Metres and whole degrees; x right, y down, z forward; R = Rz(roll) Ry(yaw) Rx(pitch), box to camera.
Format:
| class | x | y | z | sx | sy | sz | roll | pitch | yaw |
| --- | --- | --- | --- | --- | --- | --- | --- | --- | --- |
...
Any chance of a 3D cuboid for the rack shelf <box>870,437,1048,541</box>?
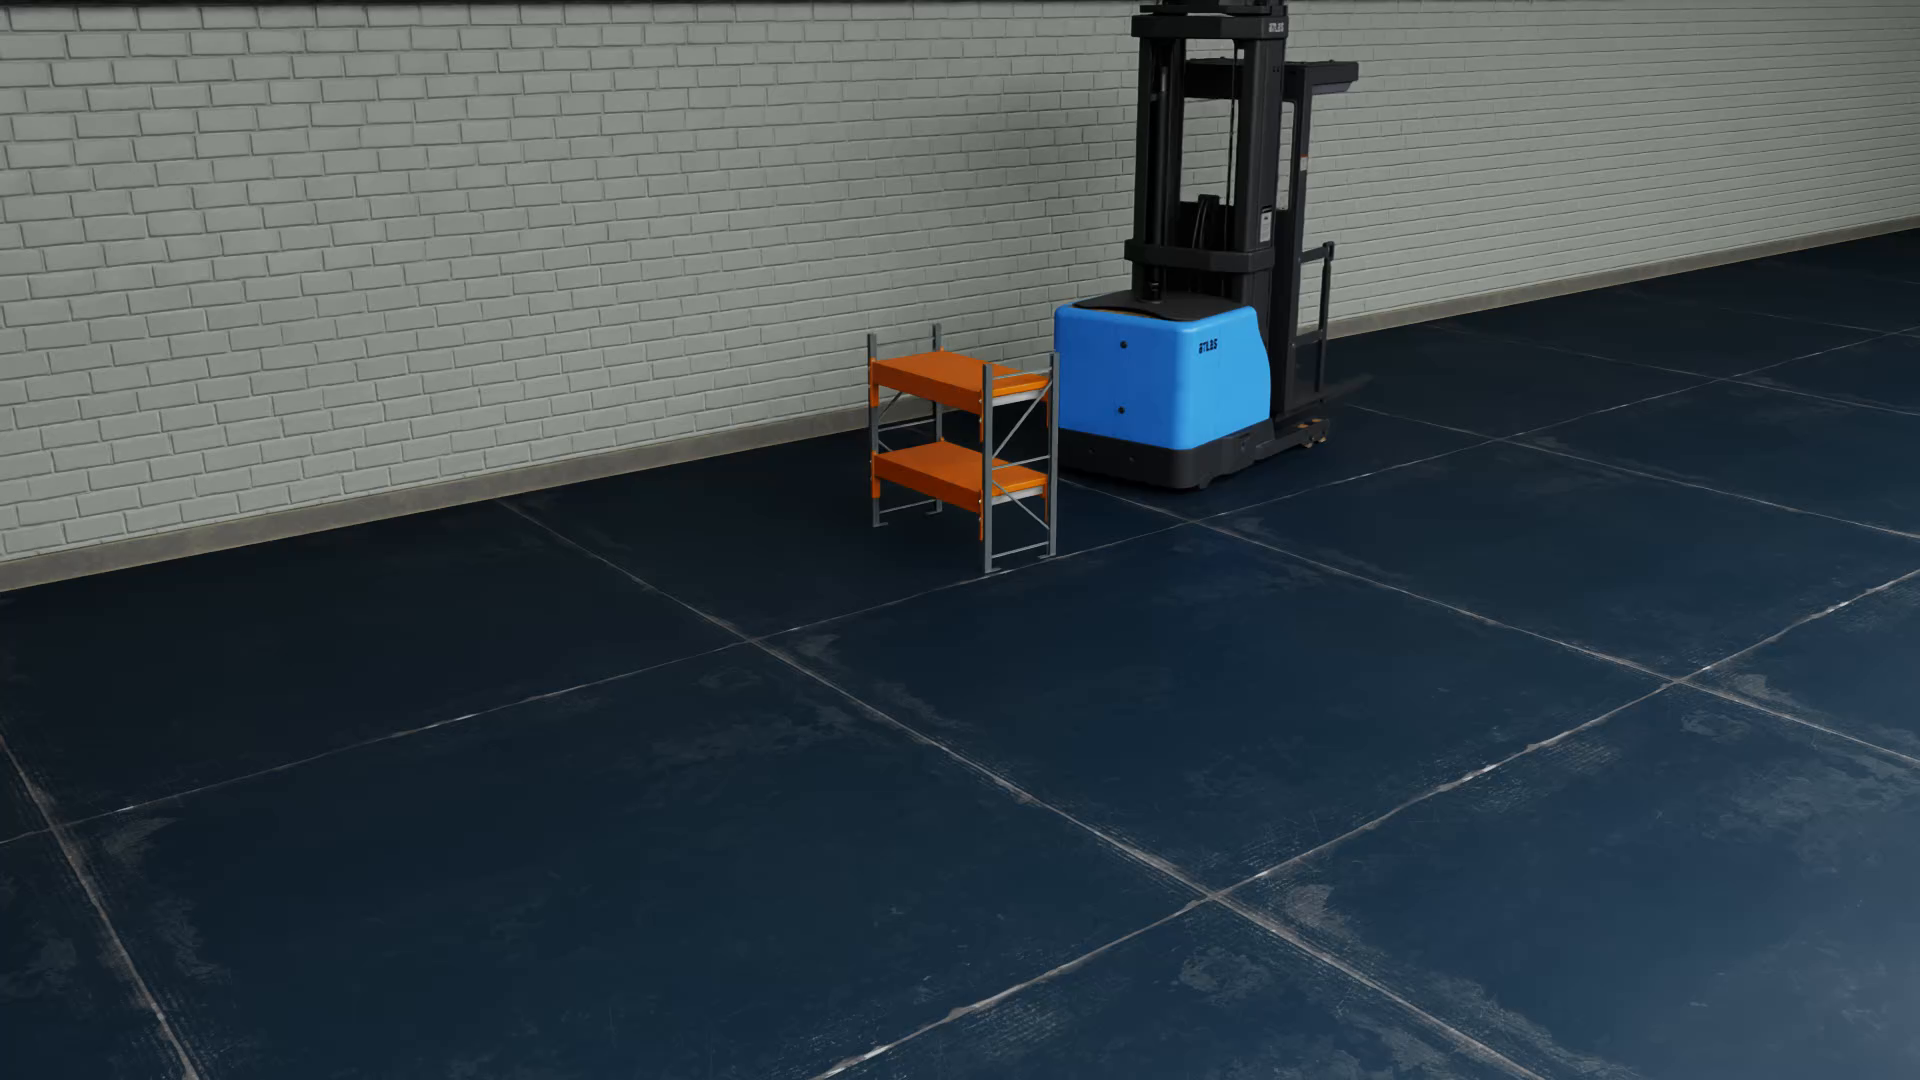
| class | x | y | z | sx | sy | sz | roll | pitch | yaw |
| --- | --- | --- | --- | --- | --- | --- | --- | --- | --- |
| rack shelf | 0.004 | -0.300 | 9.258 | 0.538 | 0.278 | 1.000 | -14 | 23 | -36 |

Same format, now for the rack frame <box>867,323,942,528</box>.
| class | x | y | z | sx | sy | sz | roll | pitch | yaw |
| --- | --- | --- | --- | --- | --- | --- | --- | --- | --- |
| rack frame | -0.311 | -0.658 | 9.559 | 0.500 | 1.125 | 0.032 | -14 | 23 | -36 |

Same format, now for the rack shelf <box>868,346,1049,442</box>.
| class | x | y | z | sx | sy | sz | roll | pitch | yaw |
| --- | --- | --- | --- | --- | --- | --- | --- | --- | --- |
| rack shelf | 0.004 | -0.810 | 9.089 | 0.538 | 0.278 | 1.000 | -14 | 23 | -36 |

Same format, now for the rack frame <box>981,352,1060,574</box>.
| class | x | y | z | sx | sy | sz | roll | pitch | yaw |
| --- | --- | --- | --- | --- | --- | --- | --- | --- | --- |
| rack frame | 0.320 | -0.407 | 8.802 | 0.500 | 1.125 | 0.032 | -14 | 23 | -36 |

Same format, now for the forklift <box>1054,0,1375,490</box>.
| class | x | y | z | sx | sy | sz | roll | pitch | yaw |
| --- | --- | --- | --- | --- | --- | --- | --- | --- | --- |
| forklift | 1.881 | -2.094 | 11.025 | 1.130 | 2.935 | 3.031 | 14 | 23 | 36 |

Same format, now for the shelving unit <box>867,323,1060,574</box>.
| class | x | y | z | sx | sy | sz | roll | pitch | yaw |
| --- | --- | --- | --- | --- | --- | --- | --- | --- | --- |
| shelving unit | 0.004 | -0.532 | 9.181 | 0.538 | 1.125 | 1.048 | -14 | 23 | -36 |
